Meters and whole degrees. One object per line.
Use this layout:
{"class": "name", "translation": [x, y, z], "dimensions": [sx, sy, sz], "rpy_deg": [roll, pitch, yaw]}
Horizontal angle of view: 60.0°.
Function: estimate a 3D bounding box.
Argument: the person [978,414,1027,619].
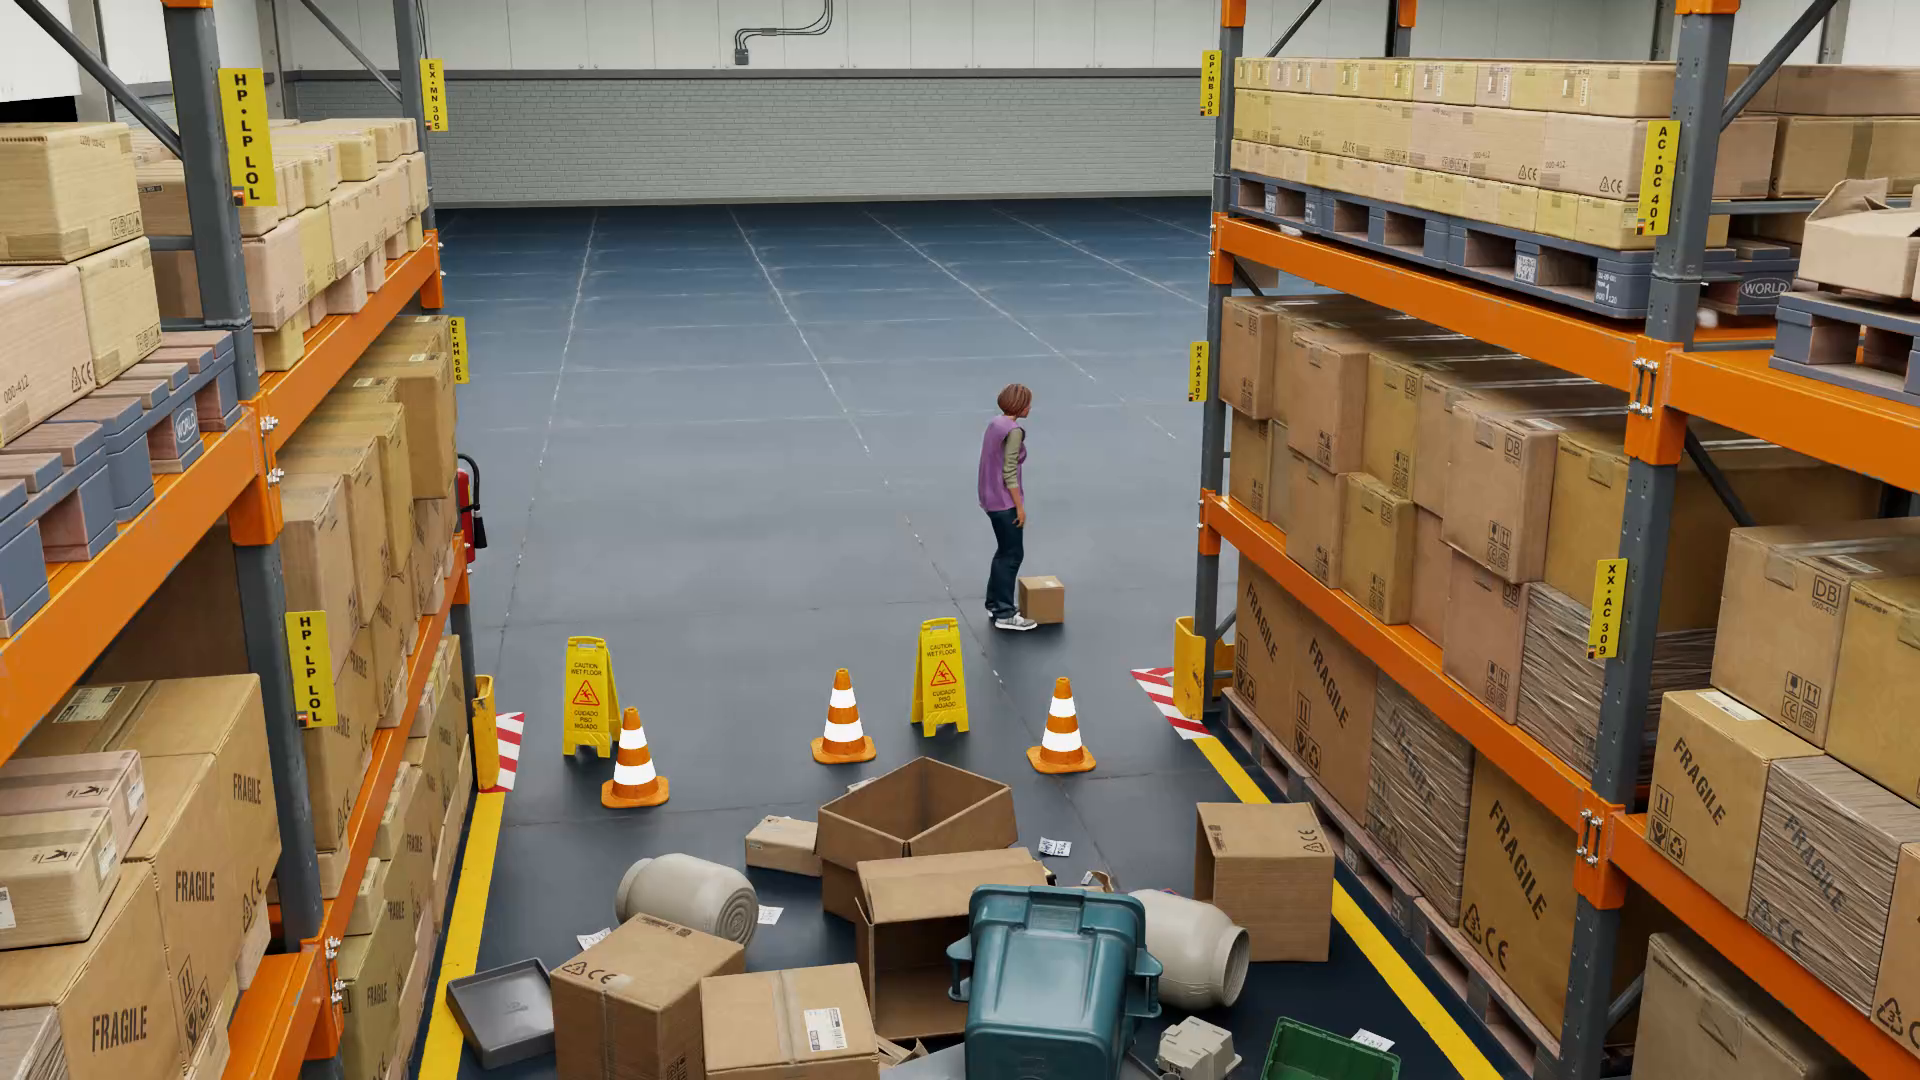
{"class": "person", "translation": [0.275, -0.165, 10.849], "dimensions": [0.291, 1.327, 0.465], "rpy_deg": [-4, 17, -13]}
